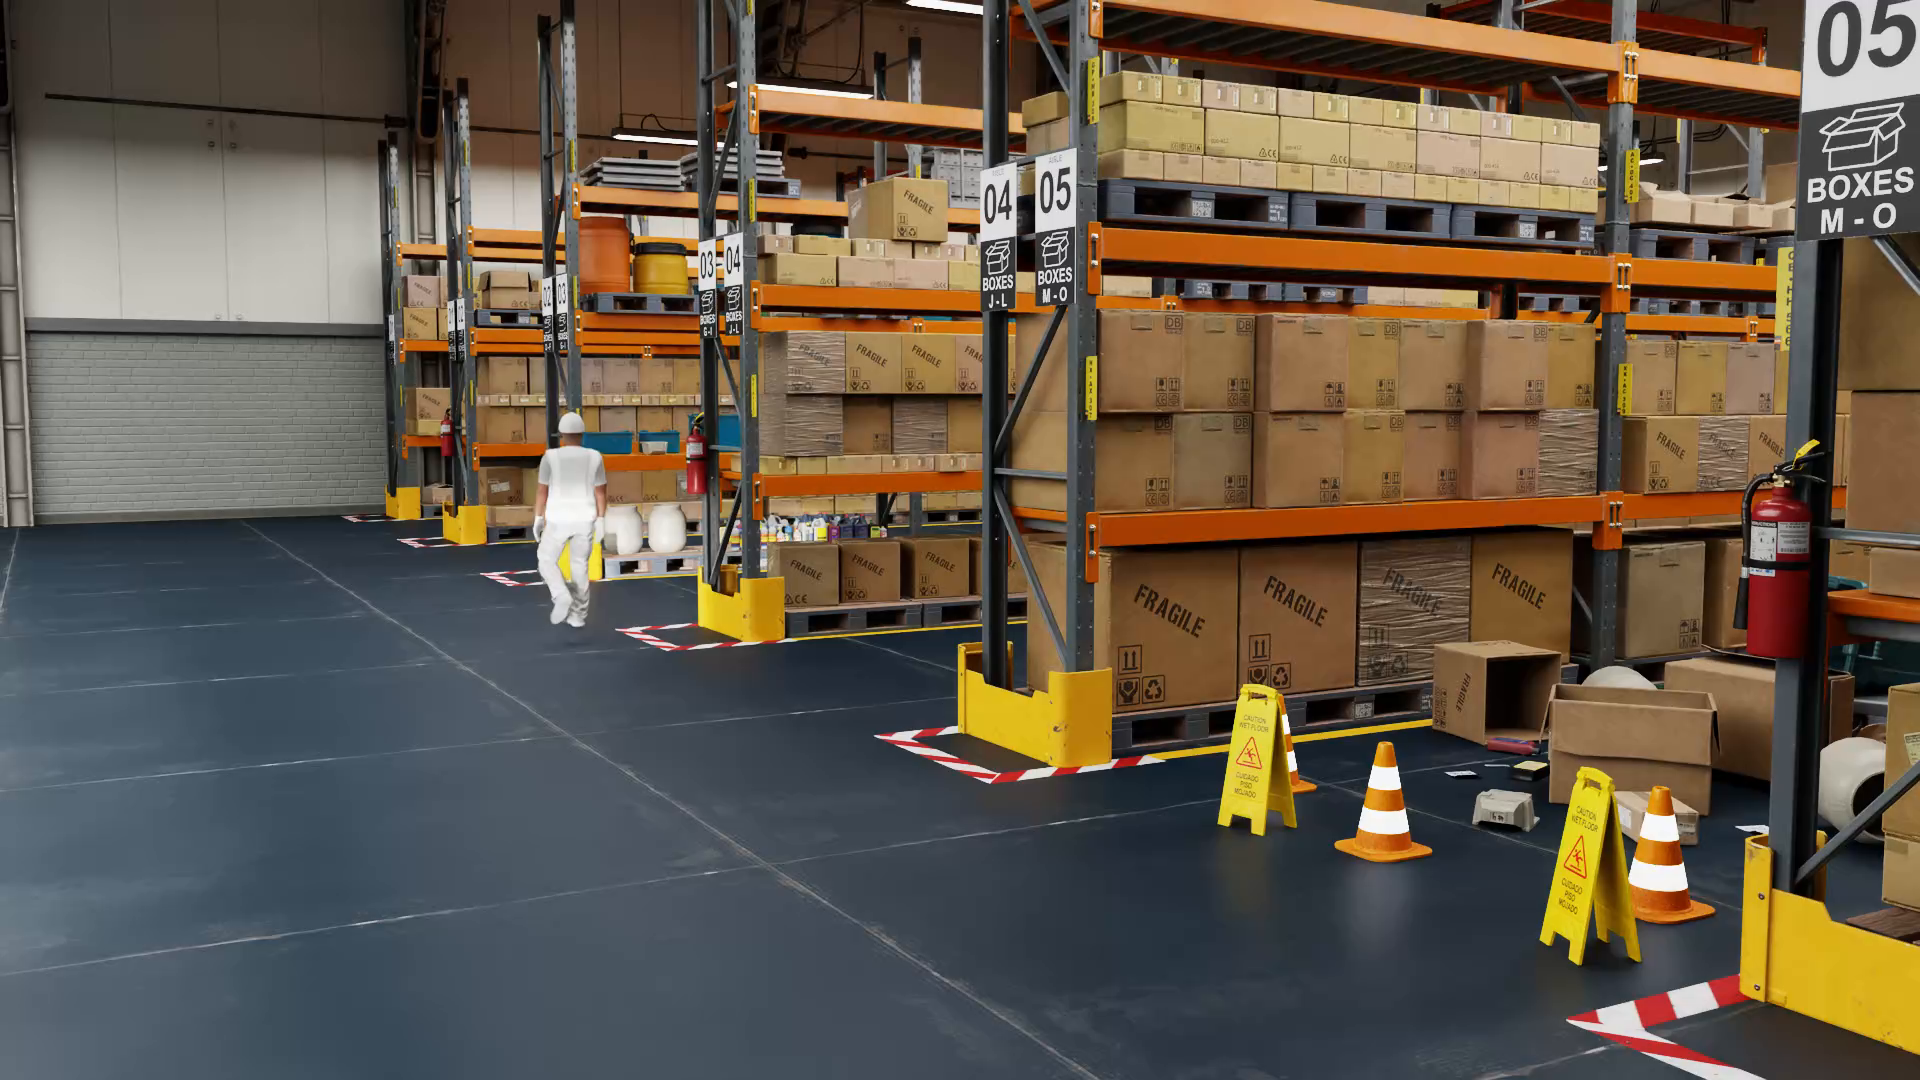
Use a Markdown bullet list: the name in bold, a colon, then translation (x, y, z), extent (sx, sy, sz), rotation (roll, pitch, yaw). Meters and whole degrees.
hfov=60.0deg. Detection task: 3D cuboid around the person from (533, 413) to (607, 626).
- **person**: translation (-3.206, -0.162, 13.676), extent (0.582, 1.768, 0.620), rotation (-2, 6, -27)
